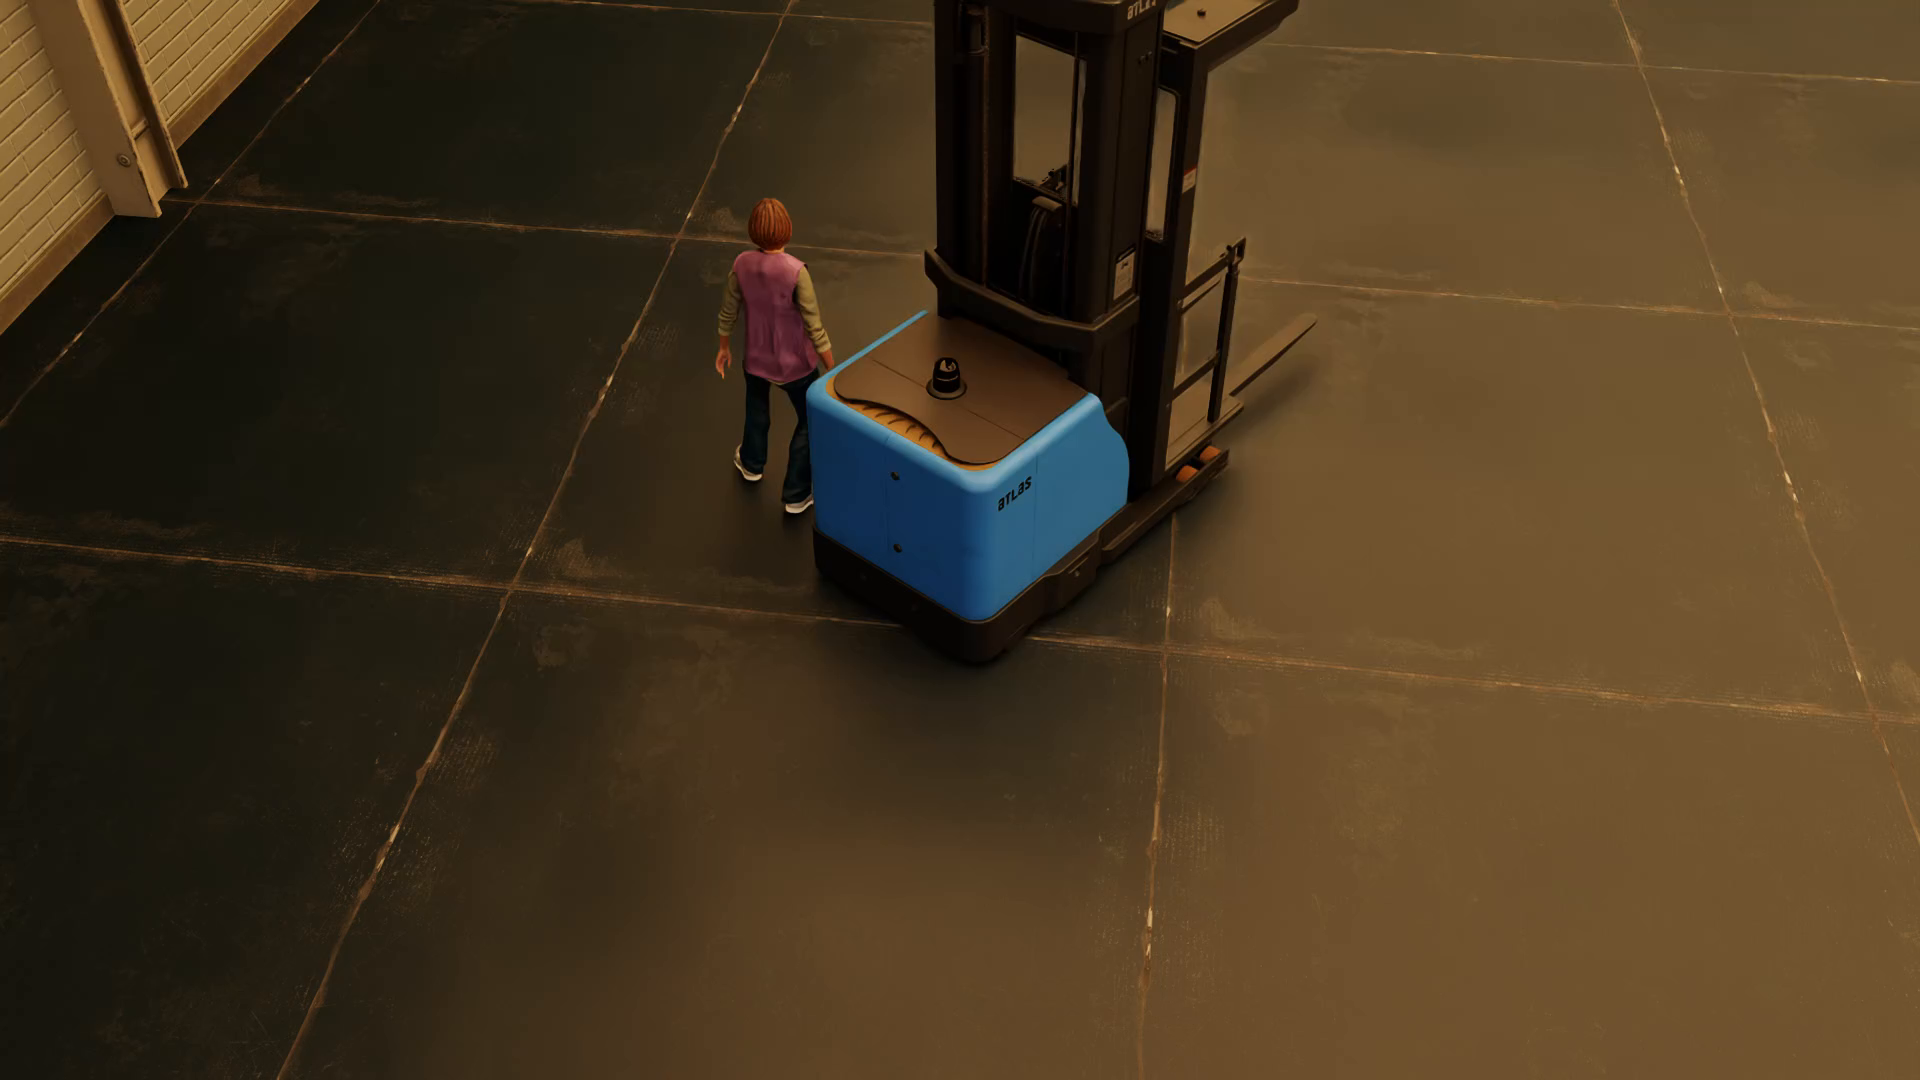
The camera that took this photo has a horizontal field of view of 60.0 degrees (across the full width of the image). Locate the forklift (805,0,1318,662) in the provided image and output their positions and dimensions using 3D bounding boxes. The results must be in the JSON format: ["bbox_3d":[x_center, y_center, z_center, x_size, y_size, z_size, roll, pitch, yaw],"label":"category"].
[{"bbox_3d":[0.670,-1.476,7.331,1.130,2.935,3.031,30,50,29],"label":"forklift"}]

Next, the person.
[{"bbox_3d":[-0.845,-0.827,7.650,0.713,1.562,0.389,17,45,18],"label":"person"}]
